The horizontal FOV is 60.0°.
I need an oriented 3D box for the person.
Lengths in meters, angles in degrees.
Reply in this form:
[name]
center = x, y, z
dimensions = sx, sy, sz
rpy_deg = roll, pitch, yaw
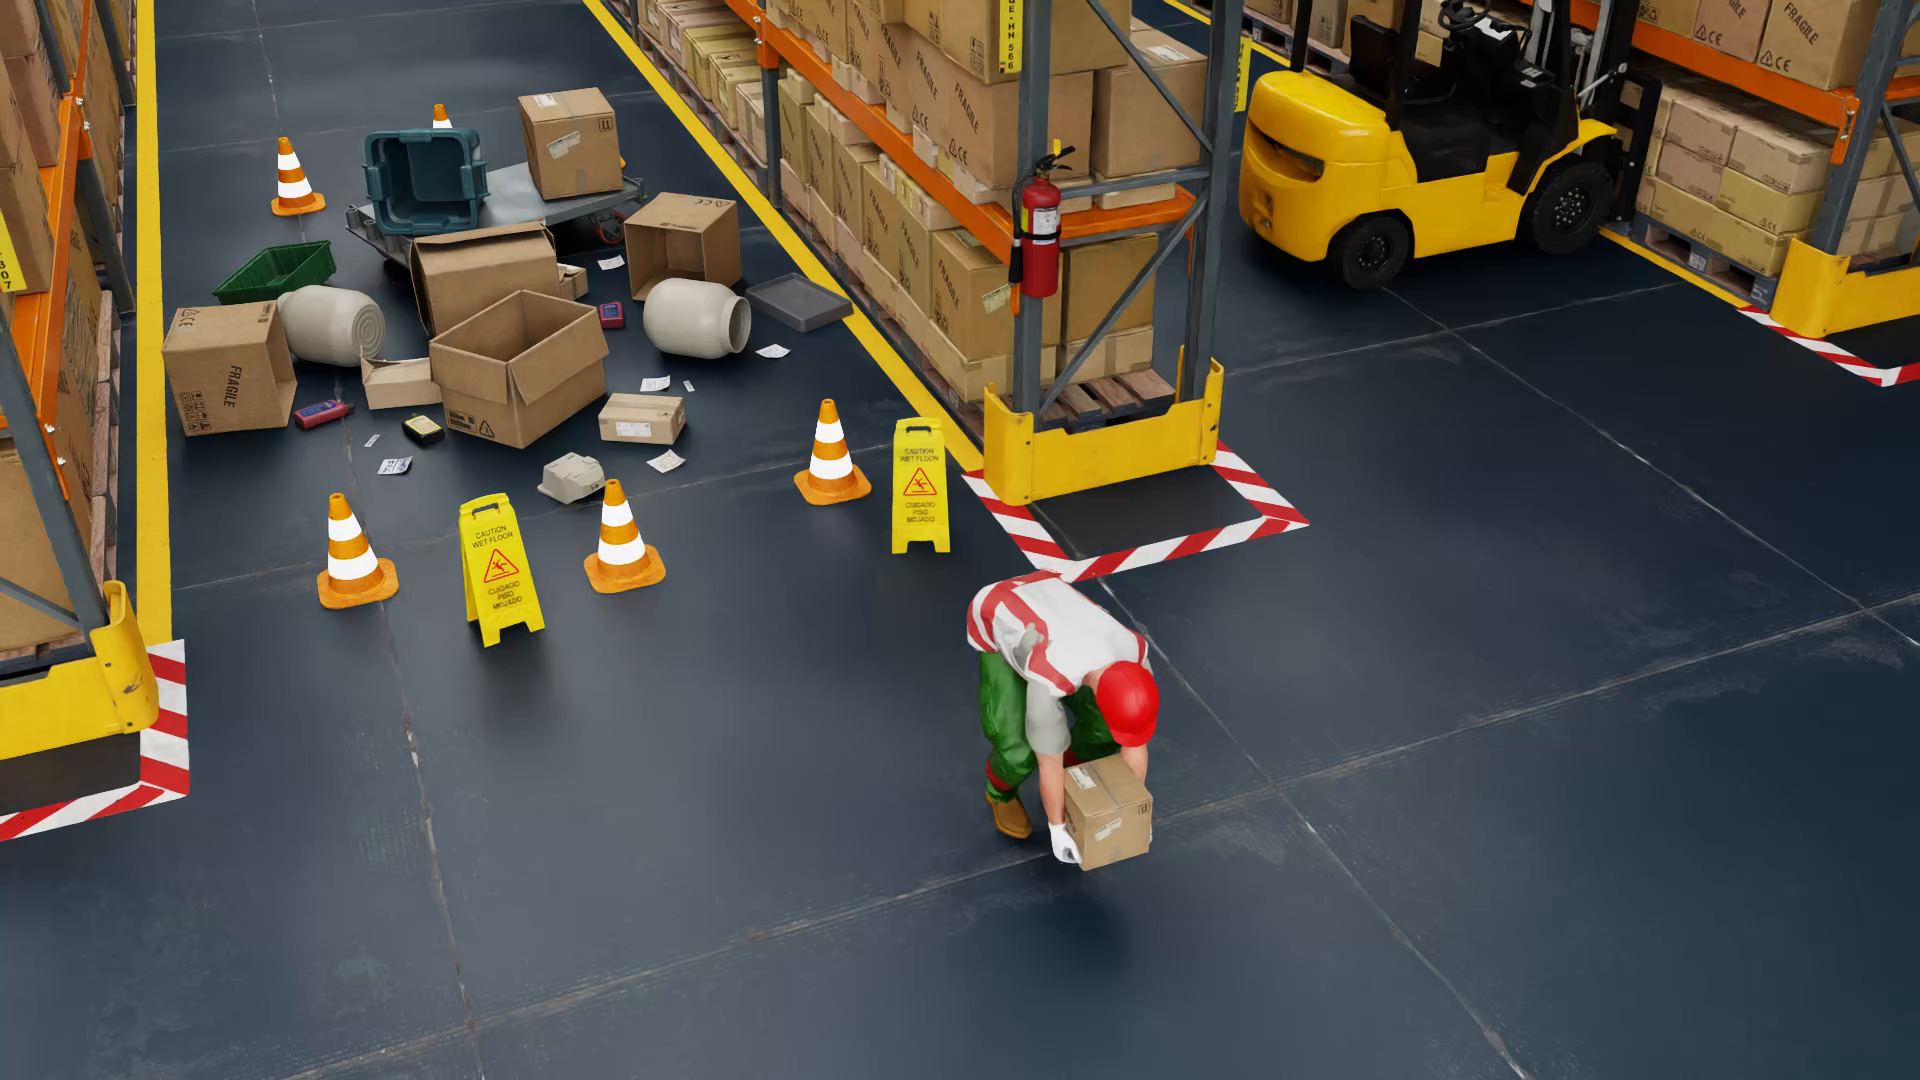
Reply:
[person]
center = 0.365, 0.658, 5.819
dimensions = 0.524, 1.014, 0.958
rpy_deg = -15, 36, -21
